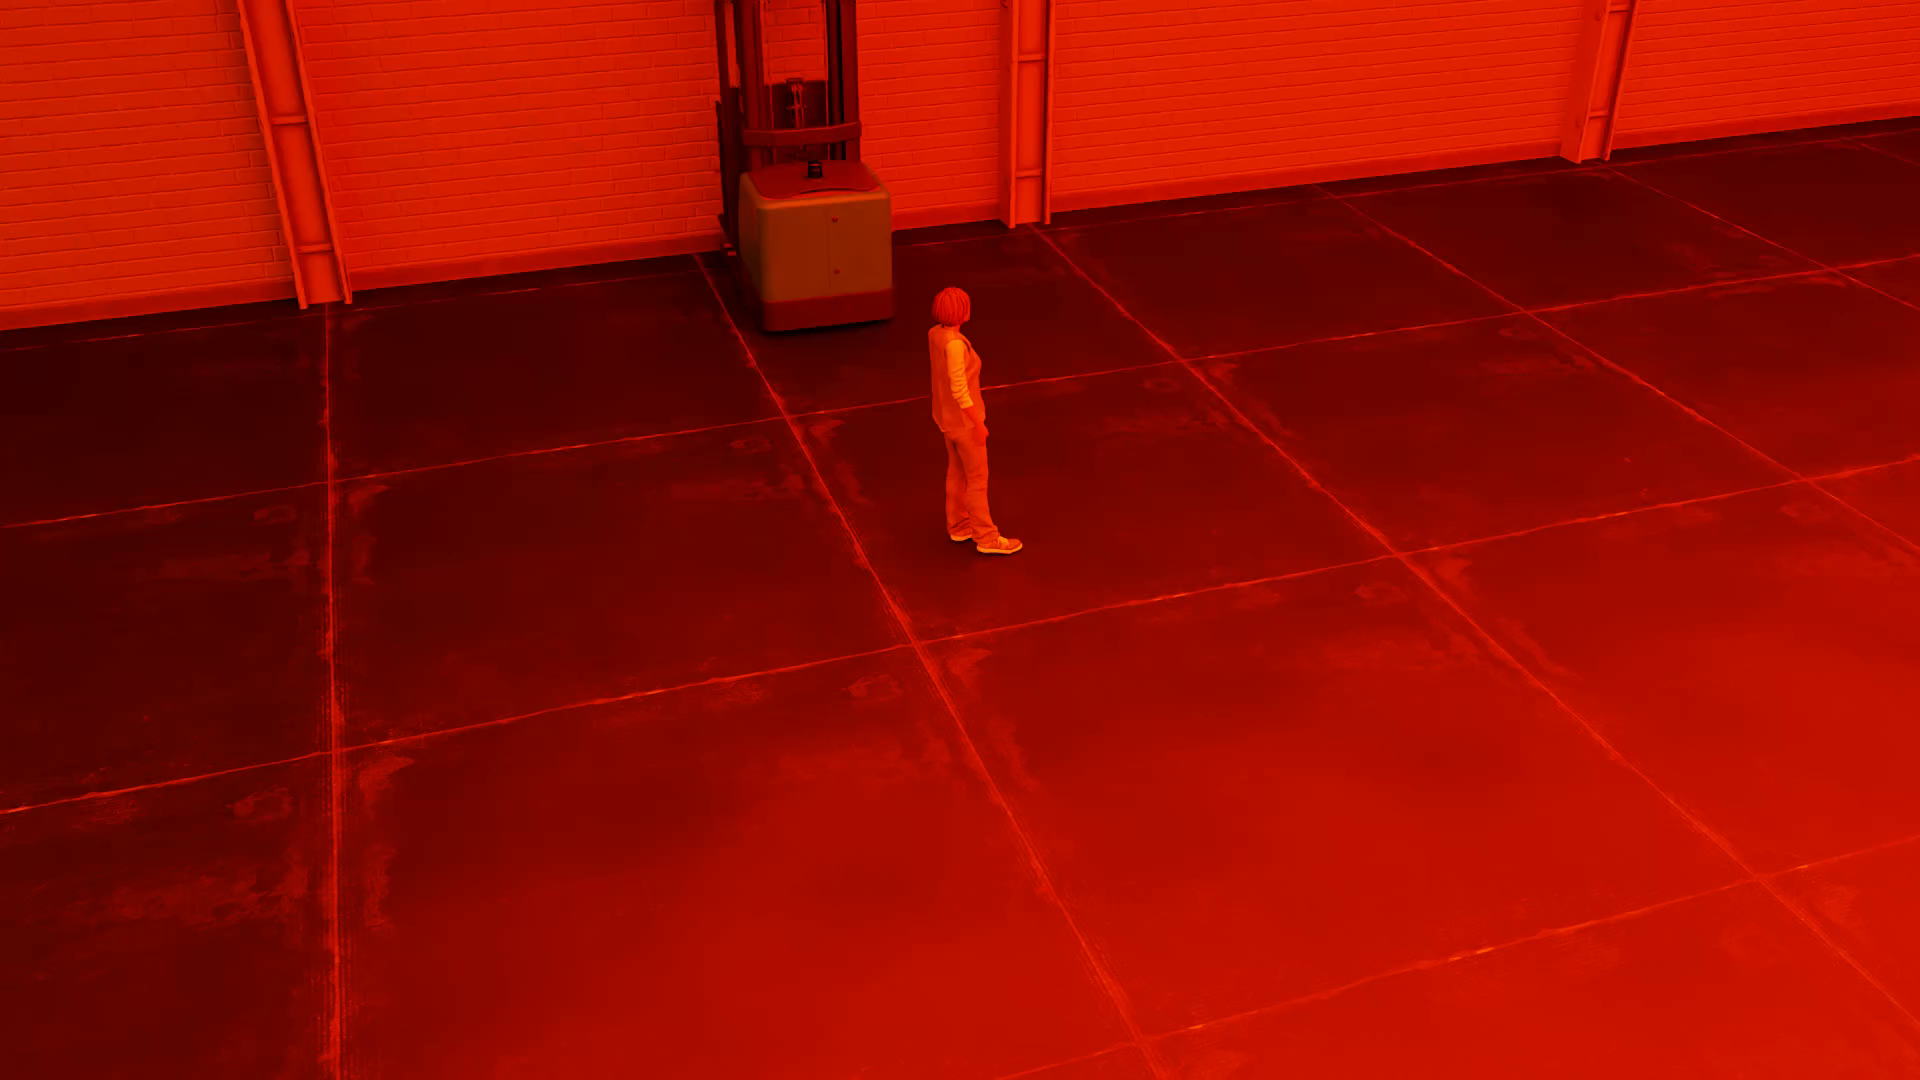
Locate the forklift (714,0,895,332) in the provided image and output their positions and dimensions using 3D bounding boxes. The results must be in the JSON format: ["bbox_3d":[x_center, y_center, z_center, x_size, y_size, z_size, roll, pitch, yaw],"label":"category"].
[{"bbox_3d":[-1.407,-3.577,13.303,1.130,2.935,3.031,-8,31,-14],"label":"forklift"}]

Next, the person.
[{"bbox_3d":[0.075,-0.704,9.633,0.473,1.599,0.520,-10,31,-16],"label":"person"}]
